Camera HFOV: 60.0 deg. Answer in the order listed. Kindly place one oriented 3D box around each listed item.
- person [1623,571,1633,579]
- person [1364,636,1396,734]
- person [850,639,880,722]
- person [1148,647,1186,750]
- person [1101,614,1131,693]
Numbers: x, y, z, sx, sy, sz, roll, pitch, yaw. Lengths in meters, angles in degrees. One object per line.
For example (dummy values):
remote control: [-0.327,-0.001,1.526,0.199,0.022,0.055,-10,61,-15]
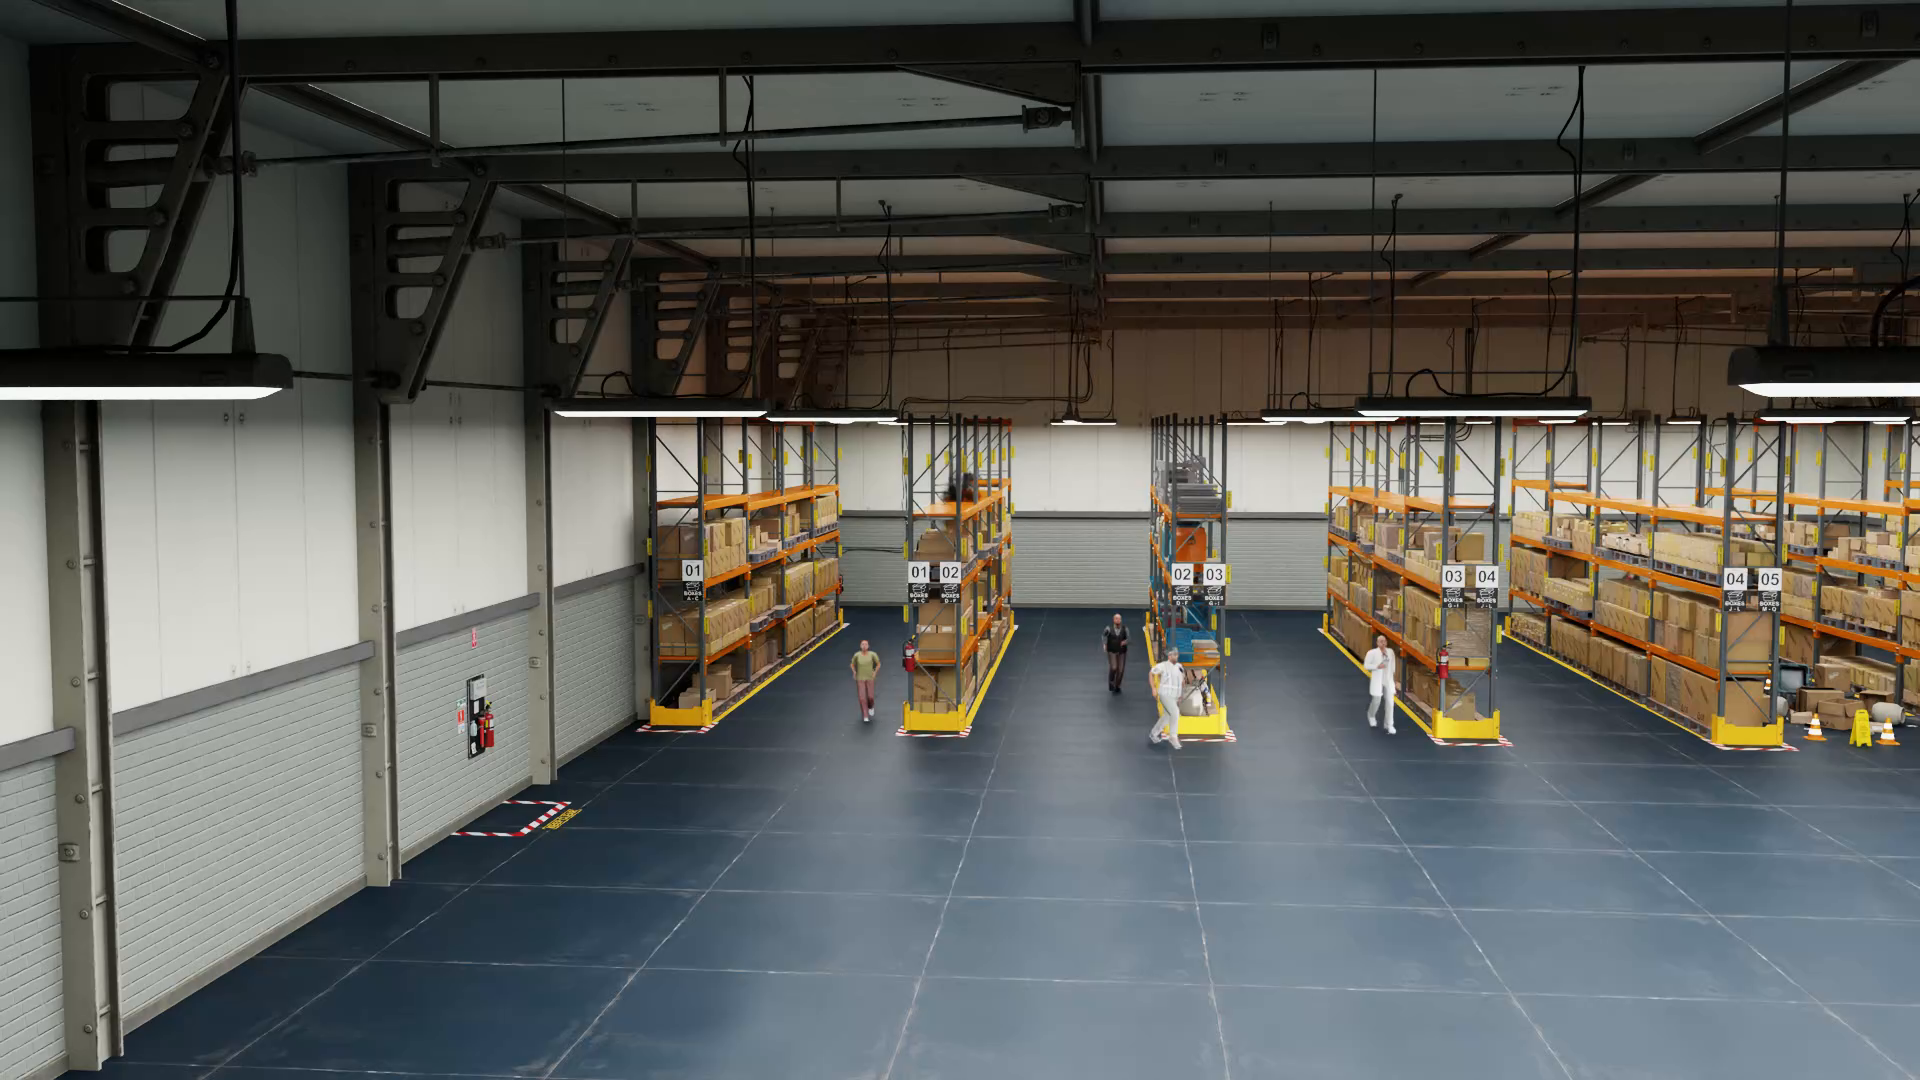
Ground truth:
person: [18.885,1.678,46.994,0.973,1.714,0.663,0,4,-2]
person: [7.947,2.693,31.331,0.708,1.783,1.000,0,4,-7]
person: [-1.851,2.726,32.427,0.595,1.627,0.541,0,4,1]
person: [3.832,2.821,30.011,0.663,1.783,0.799,-4,5,-43]
person: [3.383,2.451,35.870,0.633,1.703,0.683,0,4,-5]
